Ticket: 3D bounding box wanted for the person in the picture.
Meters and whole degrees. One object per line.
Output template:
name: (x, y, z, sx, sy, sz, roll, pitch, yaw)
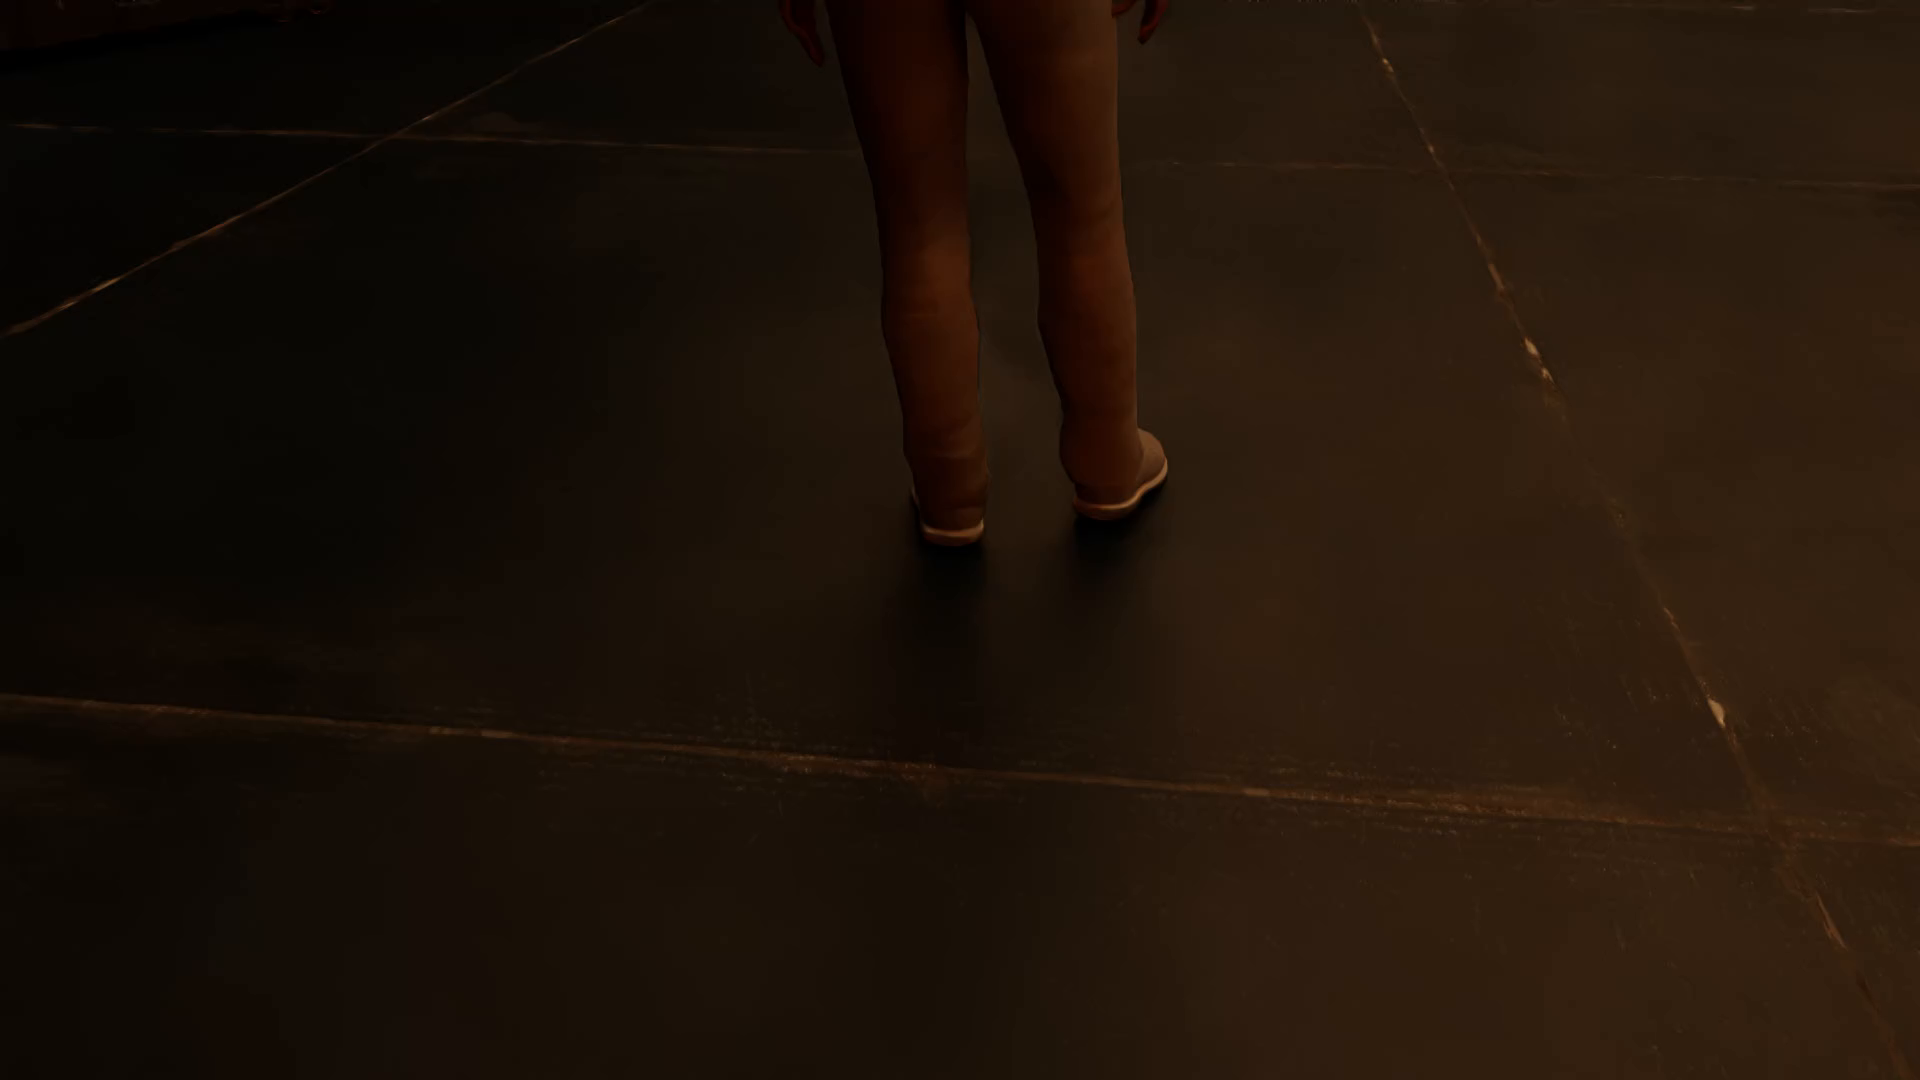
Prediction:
person: (0.029, -0.797, 2.182, 0.570, 1.695, 0.529, 3, 27, 7)
